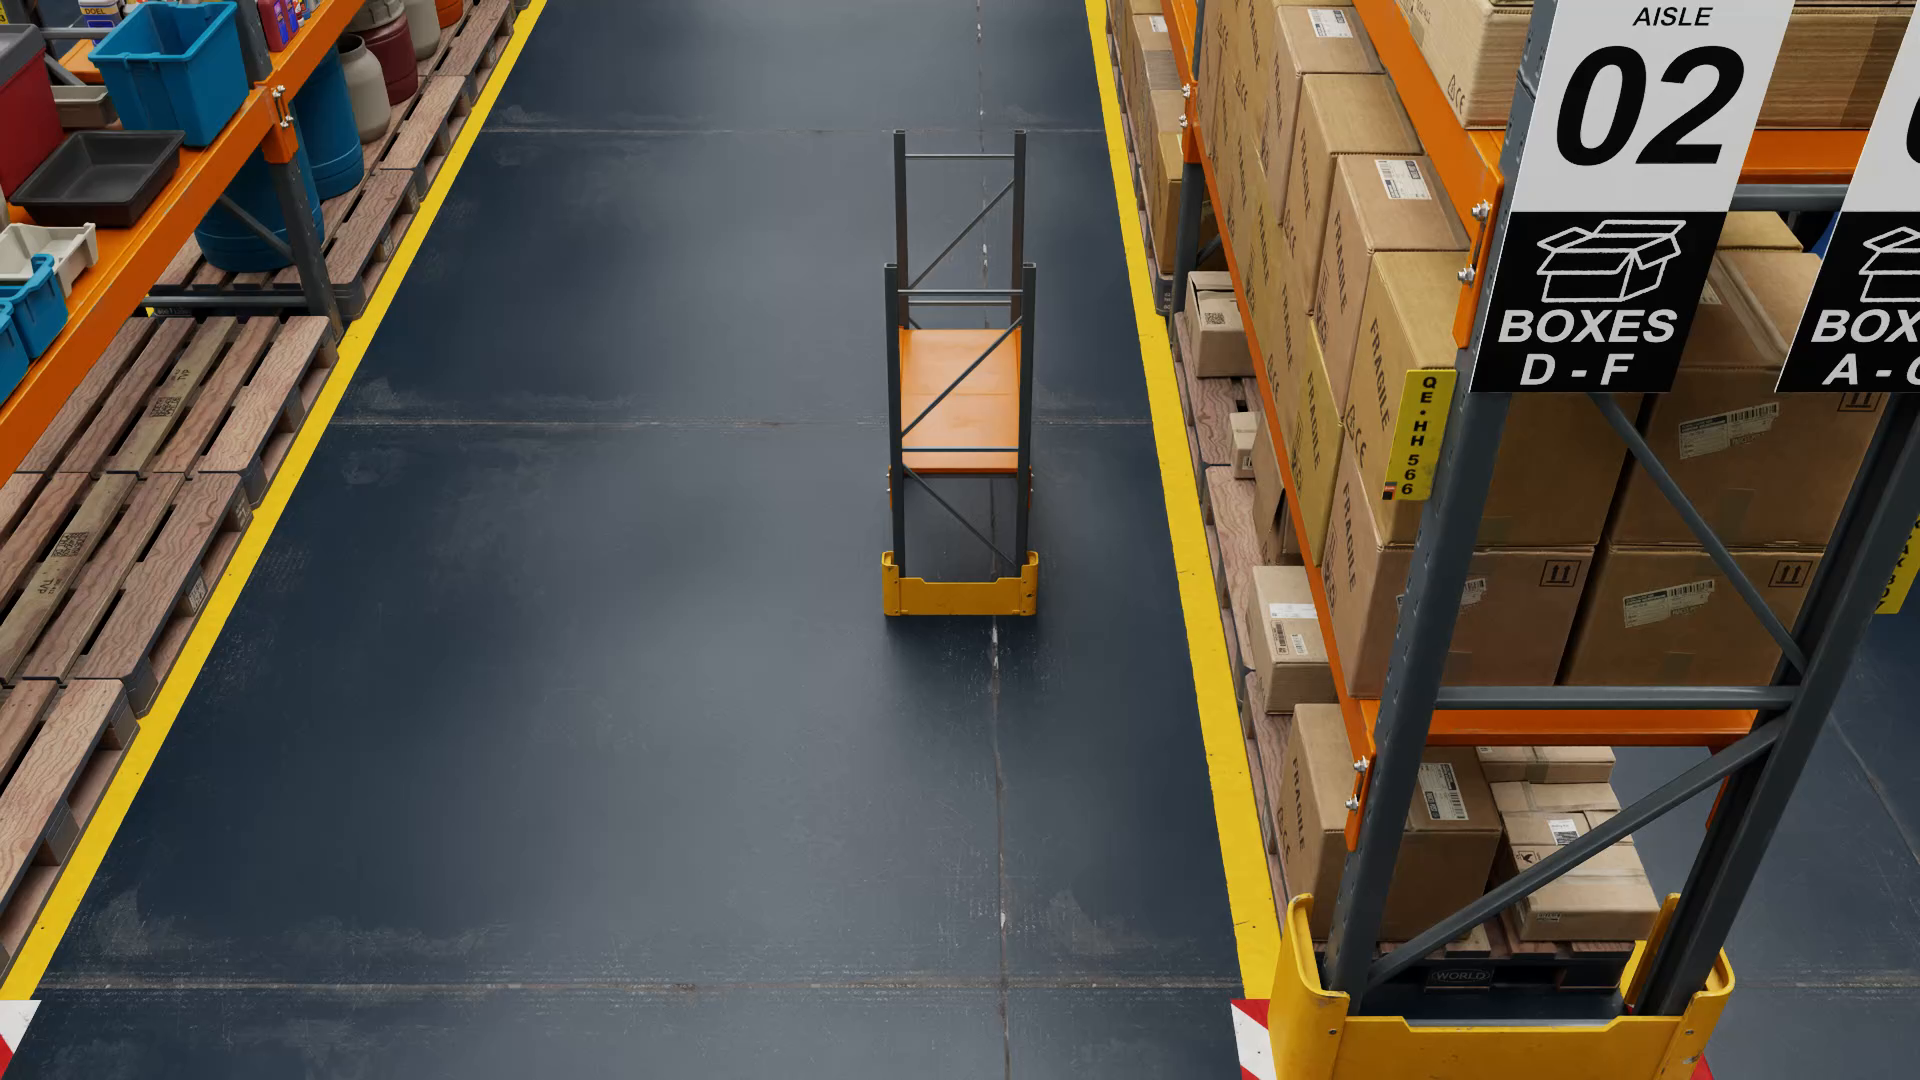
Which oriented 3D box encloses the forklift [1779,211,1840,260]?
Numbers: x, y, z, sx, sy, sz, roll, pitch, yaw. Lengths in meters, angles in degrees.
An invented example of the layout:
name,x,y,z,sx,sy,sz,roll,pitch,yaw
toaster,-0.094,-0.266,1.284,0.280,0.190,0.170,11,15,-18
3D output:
name,x,y,z,sx,sy,sz,roll,pitch,yaw
forklift,4.283,-2.028,6.937,1.130,2.935,3.031,11,40,13

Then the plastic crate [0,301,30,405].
name,x,y,z,sx,sy,sz,roll,pitch,yaw
plastic crate,-3.124,-0.561,5.137,0.416,0.233,0.300,0,39,0

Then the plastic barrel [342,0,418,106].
name,x,y,z,sx,sy,sz,roll,pitch,yaw
plastic barrel,-3.441,-2.838,9.485,0.600,0.588,0.708,0,39,0

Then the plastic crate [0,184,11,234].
name,x,y,z,sx,sy,sz,roll,pitch,yaw
plastic crate,-3.638,-1.148,5.831,0.437,0.282,0.530,0,39,0

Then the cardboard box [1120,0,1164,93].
name,x,y,z,sx,sy,sz,roll,pitch,yaw
cardboard box,1.210,-2.899,9.616,0.500,0.500,0.500,-1,39,-1

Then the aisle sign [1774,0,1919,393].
name,x,y,z,sx,sy,sz,roll,pitch,yaw
aisle sign,1.796,-0.598,3.018,0.394,0.787,0.004,0,39,0

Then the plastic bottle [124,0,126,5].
name,x,y,z,sx,sy,sz,roll,pitch,yaw
plastic bottle,-3.825,-2.471,7.528,0.061,0.283,0.133,0,39,0

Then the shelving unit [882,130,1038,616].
name,x,y,z,sx,sy,sz,roll,pitch,yaw
shelving unit,0.000,-0.633,6.340,0.587,1.500,1.083,0,39,0

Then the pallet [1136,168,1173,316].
name,x,y,z,sx,sy,sz,roll,pitch,yaw
pallet,1.459,-1.548,8.512,1.003,0.211,1.213,0,39,0

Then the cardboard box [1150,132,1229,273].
name,x,y,z,sx,sy,sz,roll,pitch,yaw
cardboard box,1.211,-1.632,8.035,0.500,0.500,0.500,0,39,0

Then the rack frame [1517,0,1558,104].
name,x,y,z,sx,sy,sz,roll,pitch,yaw
rack frame,1.502,-1.967,2.008,1.000,3.000,0.127,0,39,0

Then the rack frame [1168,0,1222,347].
name,x,y,z,sx,sy,sz,roll,pitch,yaw
rack frame,1.498,-2.127,7.006,1.000,3.000,0.127,0,39,0

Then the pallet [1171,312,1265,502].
name,x,y,z,sx,sy,sz,roll,pitch,yaw
pallet,1.498,-0.609,7.342,1.003,0.211,1.213,0,39,0

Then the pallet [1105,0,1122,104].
name,x,y,z,sx,sy,sz,roll,pitch,yaw
pallet,1.456,-3.073,10.417,1.003,0.211,1.213,0,39,0

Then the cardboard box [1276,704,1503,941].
name,x,y,z,sx,sy,sz,roll,pitch,yaw
cardboard box,1.255,0.838,4.953,0.500,0.500,0.500,0,39,0

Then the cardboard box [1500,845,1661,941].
name,x,y,z,sx,sy,sz,roll,pitch,yaw
cardboard box,1.846,1.053,4.965,0.380,0.149,0.250,0,39,0

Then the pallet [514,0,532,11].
name,x,y,z,sx,sy,sz,roll,pitch,yaw
pallet,-3.422,-4.024,11.602,1.003,0.211,1.213,0,39,0

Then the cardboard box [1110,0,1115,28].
name,x,y,z,sx,sy,sz,roll,pitch,yaw
cardboard box,1.208,-3.540,10.416,0.500,0.500,0.500,2,39,2

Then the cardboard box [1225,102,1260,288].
name,x,y,z,sx,sy,sz,roll,pitch,yaw
cardboard box,1.228,-1.214,5.787,0.500,0.500,0.500,0,39,0

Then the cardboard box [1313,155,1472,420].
name,x,y,z,sx,sy,sz,roll,pitch,yaw
cardboard box,1.225,-0.649,4.282,0.500,0.500,0.500,1,39,1

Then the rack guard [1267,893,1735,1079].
name,x,y,z,sx,sy,sz,roll,pitch,yaw
rack guard,1.502,1.302,4.725,1.175,0.500,0.348,0,39,0

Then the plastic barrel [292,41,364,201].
name,x,y,z,sx,sy,sz,roll,pitch,yaw
plastic barrel,-3.440,-2.254,8.506,0.600,0.901,0.708,0,39,0

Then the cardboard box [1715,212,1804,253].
name,x,y,z,sx,sy,sz,roll,pitch,yaw
cardboard box,1.757,-0.660,4.295,0.500,0.500,0.500,0,39,0

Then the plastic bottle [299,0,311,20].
name,x,y,z,sx,sy,sz,roll,pitch,yaw
plastic bottle,-3.048,-2.522,7.601,0.097,0.271,0.097,0,39,0

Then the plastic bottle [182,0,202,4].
name,x,y,z,sx,sy,sz,roll,pitch,yaw
plastic bottle,-3.640,-2.681,7.737,0.144,0.351,0.185,0,39,0

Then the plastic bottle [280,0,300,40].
name,x,y,z,sx,sy,sz,roll,pitch,yaw
plastic bottle,-3.030,-2.393,7.431,0.061,0.283,0.133,0,39,0

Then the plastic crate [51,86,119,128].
name,x,y,z,sx,sy,sz,roll,pitch,yaw
plastic crate,-3.598,-1.755,6.705,0.396,0.136,0.243,0,39,0

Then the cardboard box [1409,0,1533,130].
name,x,y,z,sx,sy,sz,roll,pitch,yaw
cardboard box,1.238,-1.059,3.394,0.500,0.250,0.500,0,39,0

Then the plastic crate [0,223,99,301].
name,x,y,z,sx,sy,sz,roll,pitch,yaw
plastic crate,-3.153,-0.958,5.709,0.293,0.136,0.466,0,39,0

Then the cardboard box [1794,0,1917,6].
name,x,y,z,sx,sy,sz,roll,pitch,yaw
cardboard box,1.762,-1.254,3.238,0.500,0.250,0.500,0,39,0

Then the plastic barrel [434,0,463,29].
name,x,y,z,sx,sy,sz,roll,pitch,yaw
plastic barrel,-3.443,-3.638,10.291,0.600,0.830,0.708,0,39,0

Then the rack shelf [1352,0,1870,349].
name,x,y,z,sx,sy,sz,roll,pitch,yaw
rack shelf,1.500,-1.766,4.732,1.077,0.370,4.000,0,39,0

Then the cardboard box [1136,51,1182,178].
name,x,y,z,sx,sy,sz,roll,pitch,yaw
cardboard box,1.218,-2.255,8.812,0.500,0.500,0.500,0,39,1

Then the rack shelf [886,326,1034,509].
name,x,y,z,sx,sy,sz,roll,pitch,yaw
rack shelf,0.000,-0.498,6.460,0.538,0.185,1.000,0,39,0

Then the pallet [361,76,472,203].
name,x,y,z,sx,sy,sz,roll,pitch,yaw
pallet,-3.419,-2.285,9.433,1.003,0.211,1.213,0,39,0

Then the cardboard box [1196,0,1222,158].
name,x,y,z,sx,sy,sz,roll,pitch,yaw
cardboard box,1.226,-1.847,6.576,0.500,0.500,0.500,1,39,1

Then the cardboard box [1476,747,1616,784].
name,x,y,z,sx,sy,sz,roll,pitch,yaw
cardboard box,1.785,0.623,5.421,0.500,0.250,0.500,0,39,0

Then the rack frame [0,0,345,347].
name,x,y,z,sx,sy,sz,roll,pitch,yaw
rack frame,-3.456,-2.126,7.004,1.000,3.000,0.127,0,39,0

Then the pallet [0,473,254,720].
name,x,y,z,sx,sy,sz,roll,pitch,yaw
pallet,-3.412,0.187,6.348,1.003,0.211,1.213,0,39,0

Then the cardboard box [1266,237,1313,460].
name,x,y,z,sx,sy,sz,roll,pitch,yaw
cardboard box,1.230,-0.581,4.997,0.500,0.500,0.500,0,39,0

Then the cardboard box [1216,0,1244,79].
name,x,y,z,sx,sy,sz,roll,pitch,yaw
cardboard box,1.218,-1.939,5.891,0.500,0.500,0.500,-1,39,-1

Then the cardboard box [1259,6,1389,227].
name,x,y,z,sx,sy,sz,roll,pitch,yaw
cardboard box,1.220,-1.294,5.087,0.500,0.500,0.500,1,39,1

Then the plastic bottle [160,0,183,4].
name,x,y,z,sx,sy,sz,roll,pitch,yaw
plastic bottle,-3.655,-2.535,7.673,0.097,0.201,0.097,0,39,0

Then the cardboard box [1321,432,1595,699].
name,x,y,z,sx,sy,sz,roll,pitch,yaw
cardboard box,1.230,0.055,4.202,0.500,0.500,0.500,1,39,1

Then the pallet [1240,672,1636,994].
name,x,y,z,sx,sy,sz,roll,pitch,yaw
pallet,1.500,0.916,5.438,1.003,0.211,1.213,0,39,0

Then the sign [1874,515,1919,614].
name,x,y,z,sx,sy,sz,roll,pitch,yaw
sign,2.045,0.036,3.614,0.100,0.325,0.005,0,39,0

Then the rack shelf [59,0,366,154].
name,x,y,z,sx,sy,sz,roll,pitch,yaw
rack shelf,-3.458,-3.096,8.790,1.077,0.370,4.000,0,39,0

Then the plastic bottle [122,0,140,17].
name,x,y,z,sx,sy,sz,roll,pitch,yaw
plastic bottle,-3.655,-2.306,7.388,0.097,0.201,0.097,0,39,0

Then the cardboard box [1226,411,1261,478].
name,x,y,z,sx,sy,sz,roll,pitch,yaw
cardboard box,1.293,-0.390,6.751,0.380,0.166,0.250,0,39,0

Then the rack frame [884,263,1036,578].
name,x,y,z,sx,sy,sz,roll,pitch,yaw
rack frame,0.000,-0.321,5.951,0.500,1.500,0.032,0,39,0
